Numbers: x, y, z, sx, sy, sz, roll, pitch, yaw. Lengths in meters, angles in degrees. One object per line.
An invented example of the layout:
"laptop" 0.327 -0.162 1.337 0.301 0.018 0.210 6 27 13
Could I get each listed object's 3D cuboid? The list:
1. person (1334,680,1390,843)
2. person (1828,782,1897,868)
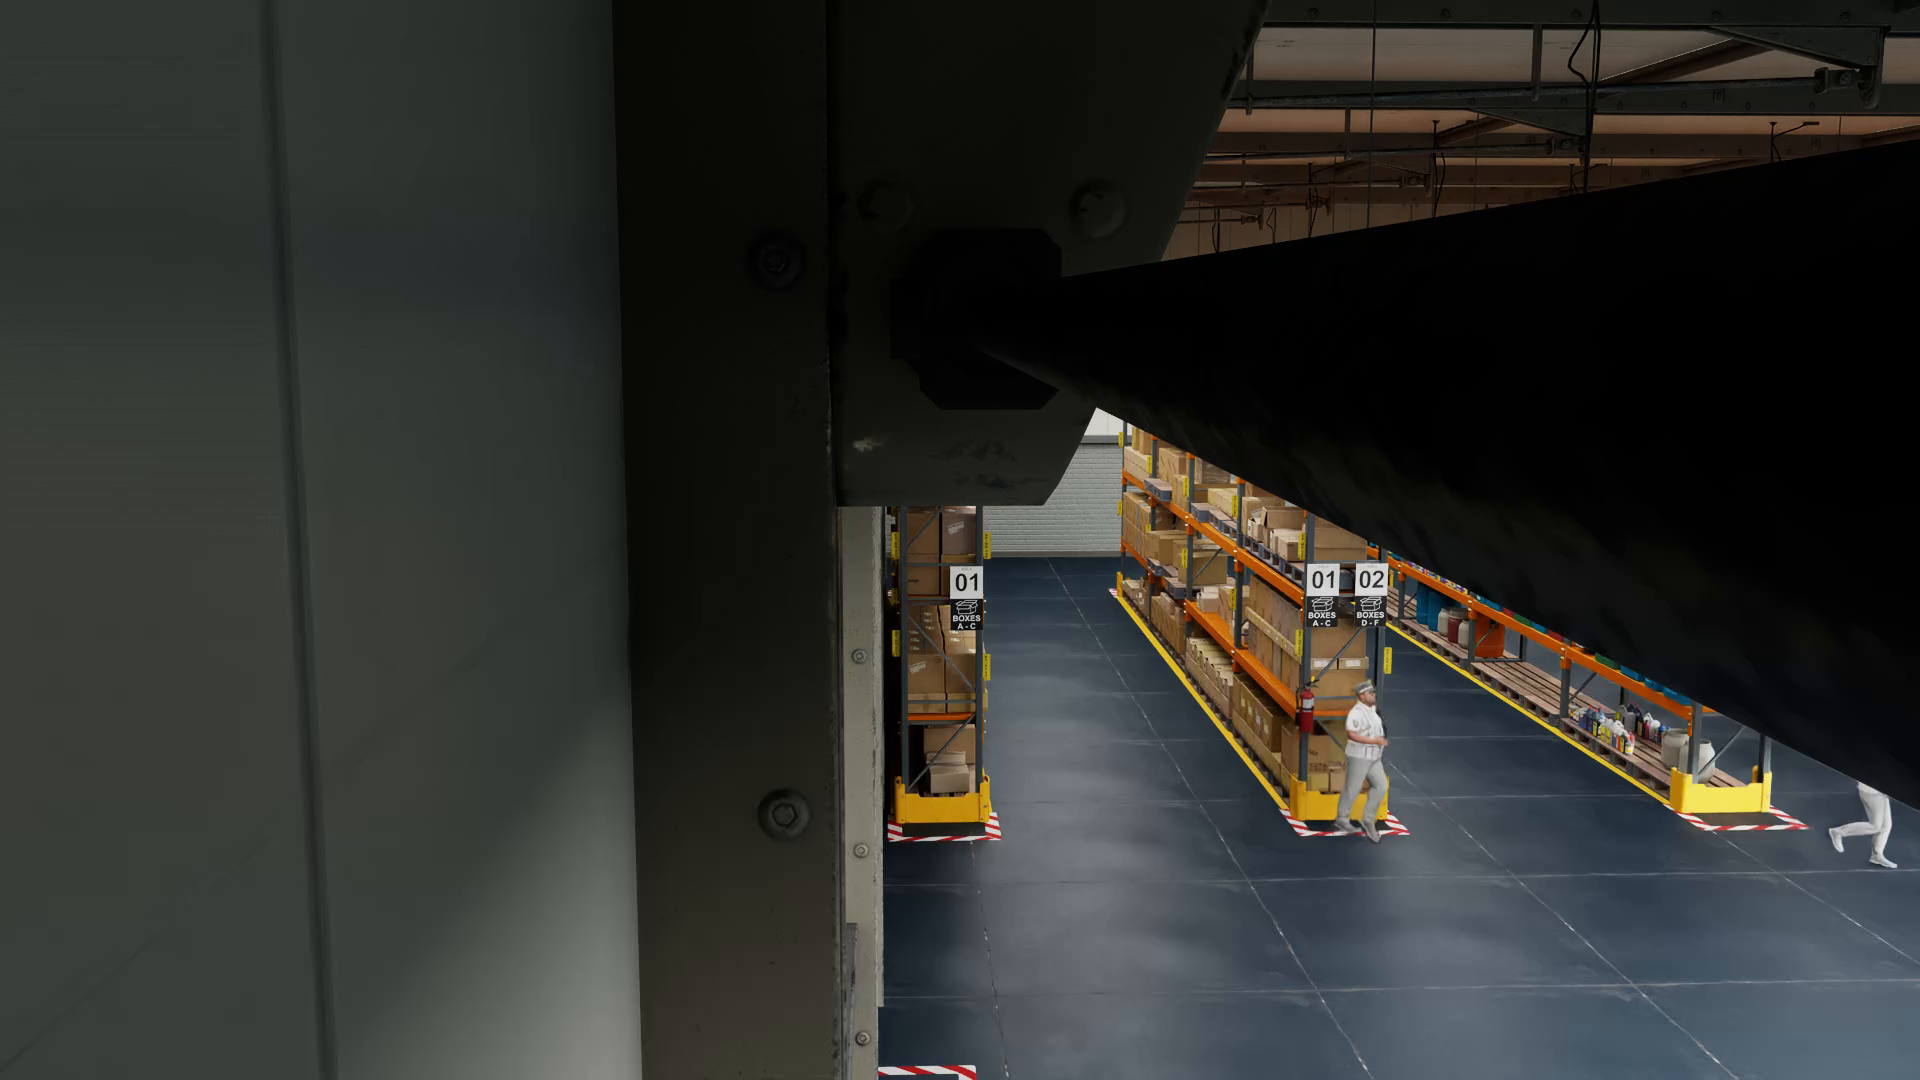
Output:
"person" 4.674 2.538 19.099 0.626 1.886 0.669 7 10 39
"person" 10.347 2.872 18.956 0.707 1.684 0.590 5 10 33
